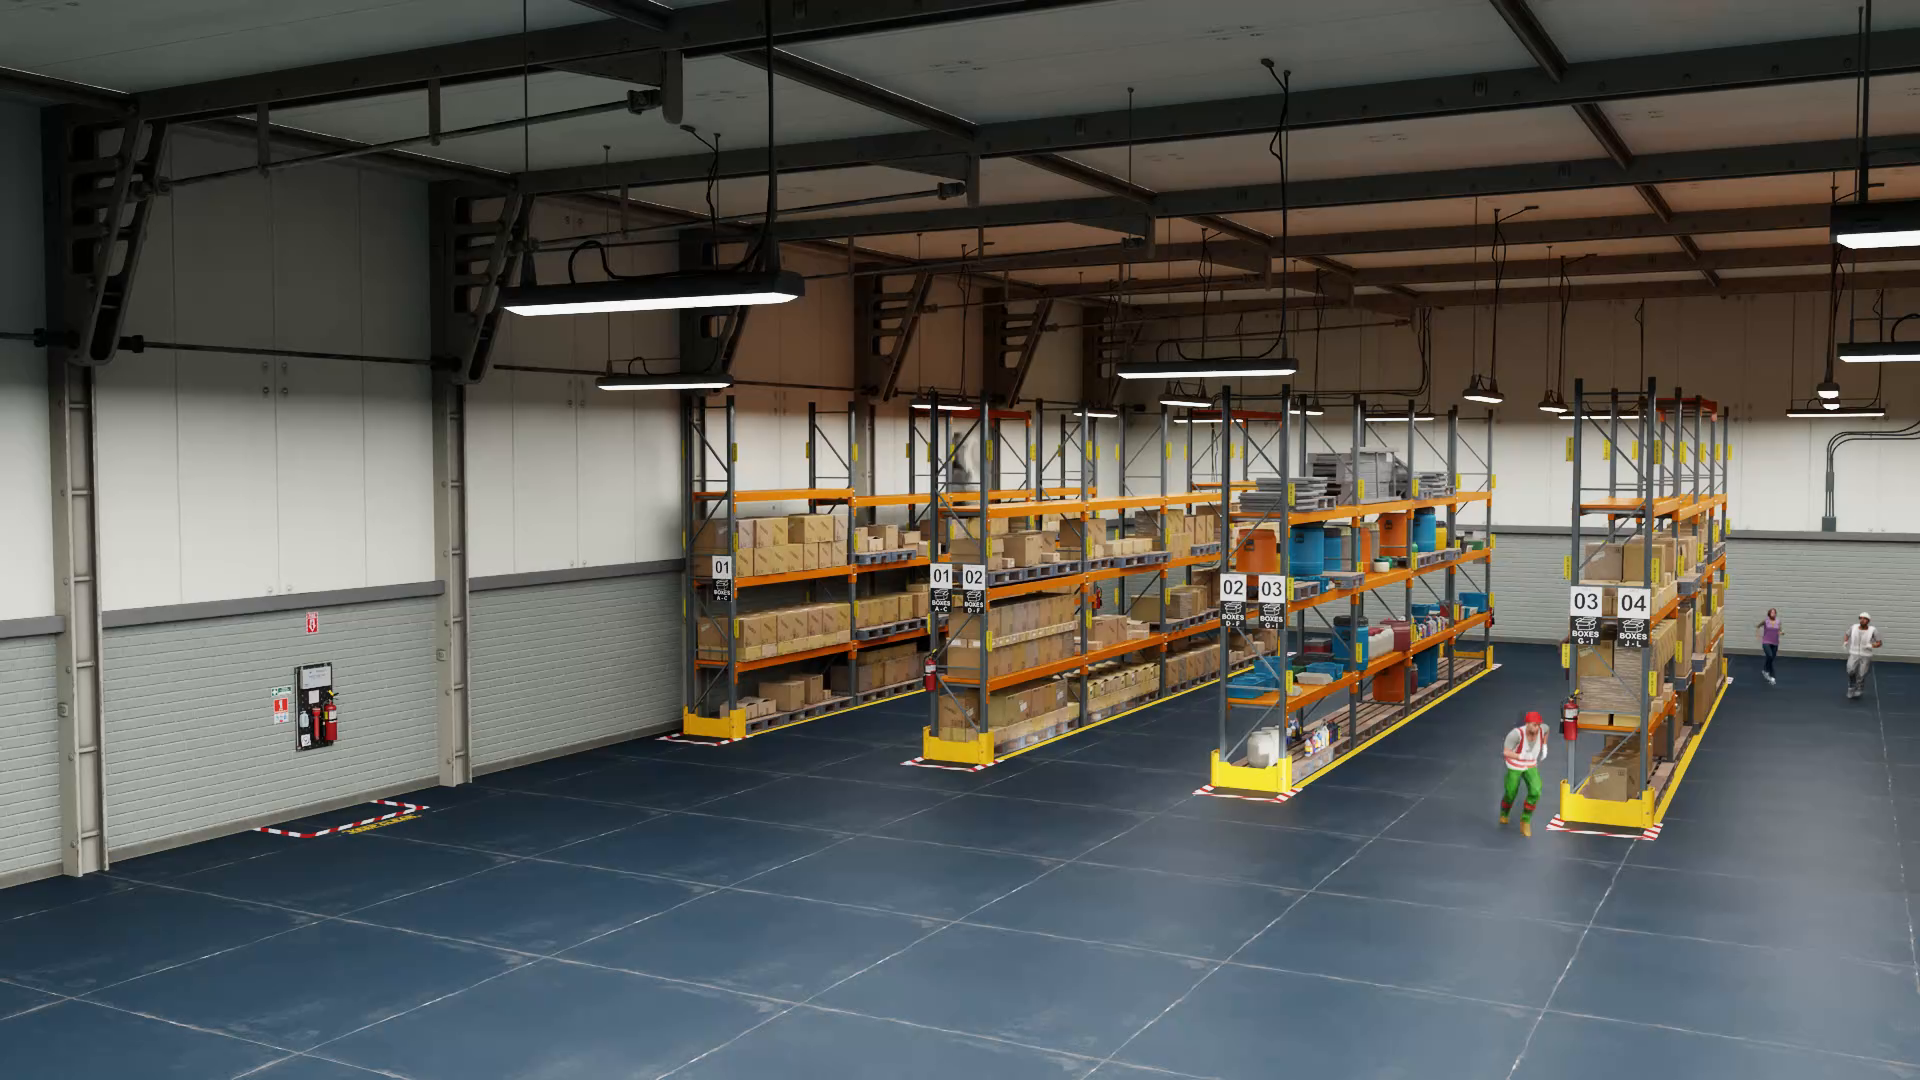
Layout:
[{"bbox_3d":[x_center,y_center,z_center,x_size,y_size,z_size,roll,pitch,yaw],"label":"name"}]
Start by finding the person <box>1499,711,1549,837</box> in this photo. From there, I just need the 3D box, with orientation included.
[{"bbox_3d":[7.393,3.041,21.836,0.706,1.690,0.996,0,3,-7],"label":"person"}]

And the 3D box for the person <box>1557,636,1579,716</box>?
[{"bbox_3d":[11.688,2.463,31.489,0.713,1.776,0.896,1,3,14],"label":"person"}]

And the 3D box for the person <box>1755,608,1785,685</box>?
[{"bbox_3d":[17.615,2.282,36.153,0.513,1.626,0.825,0,3,5],"label":"person"}]

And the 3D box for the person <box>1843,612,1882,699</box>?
[{"bbox_3d":[18.270,2.352,33.694,0.716,1.775,0.590,2,4,39],"label":"person"}]
